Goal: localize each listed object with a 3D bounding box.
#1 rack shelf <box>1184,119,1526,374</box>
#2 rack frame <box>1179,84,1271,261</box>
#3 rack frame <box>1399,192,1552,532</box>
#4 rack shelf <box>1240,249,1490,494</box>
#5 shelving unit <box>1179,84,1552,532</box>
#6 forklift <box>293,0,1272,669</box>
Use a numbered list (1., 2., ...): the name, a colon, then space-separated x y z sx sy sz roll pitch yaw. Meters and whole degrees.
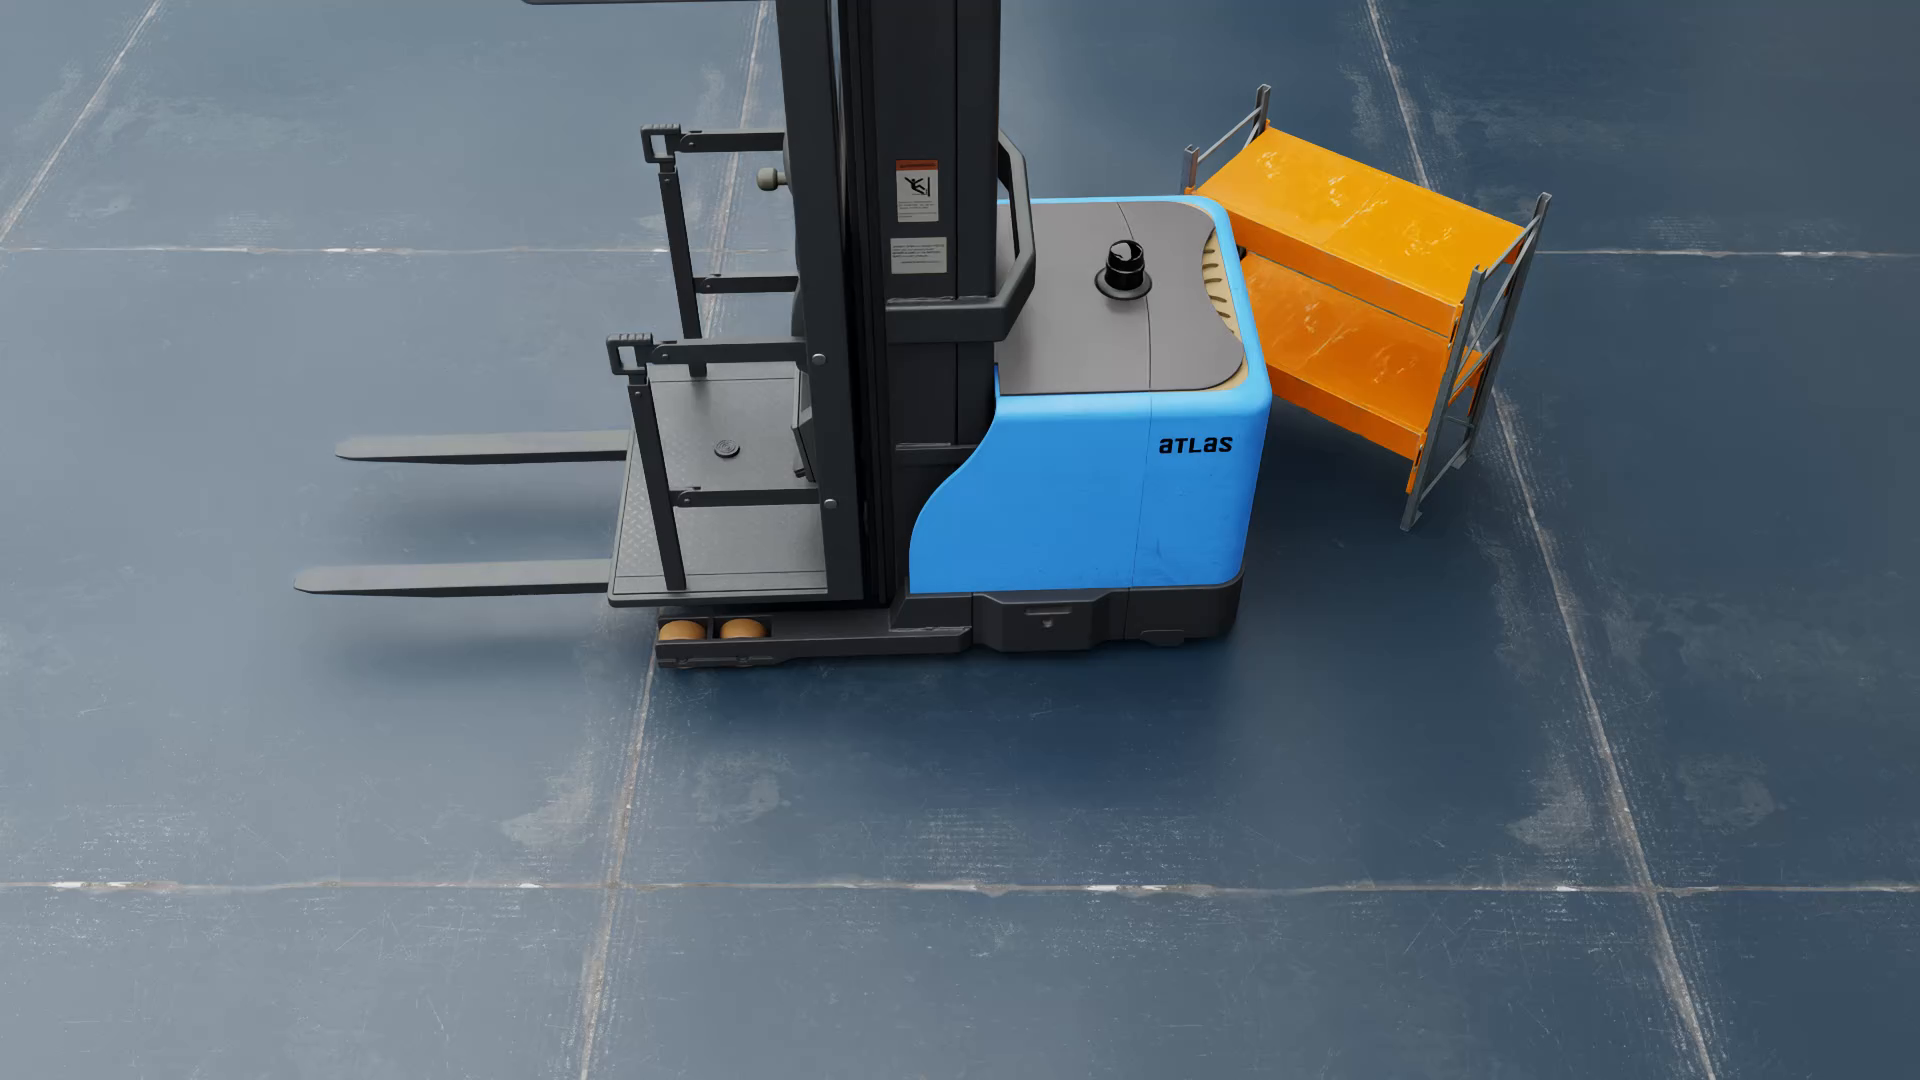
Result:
1. rack shelf: 1.294 -0.989 5.502 1.000 0.278 0.538 30 54 25
2. rack frame: 0.892 -1.018 5.929 0.032 1.125 0.500 30 54 25
3. rack frame: 1.695 -0.561 5.504 0.032 1.125 0.500 30 54 25
4. rack shelf: 1.294 -0.623 5.896 1.000 0.278 0.538 30 54 25
5. shelving unit: 1.294 -0.790 5.717 1.048 1.125 0.538 30 54 25
6. forklift: -0.628 -0.981 4.661 3.031 2.935 1.130 -2 47 -2
